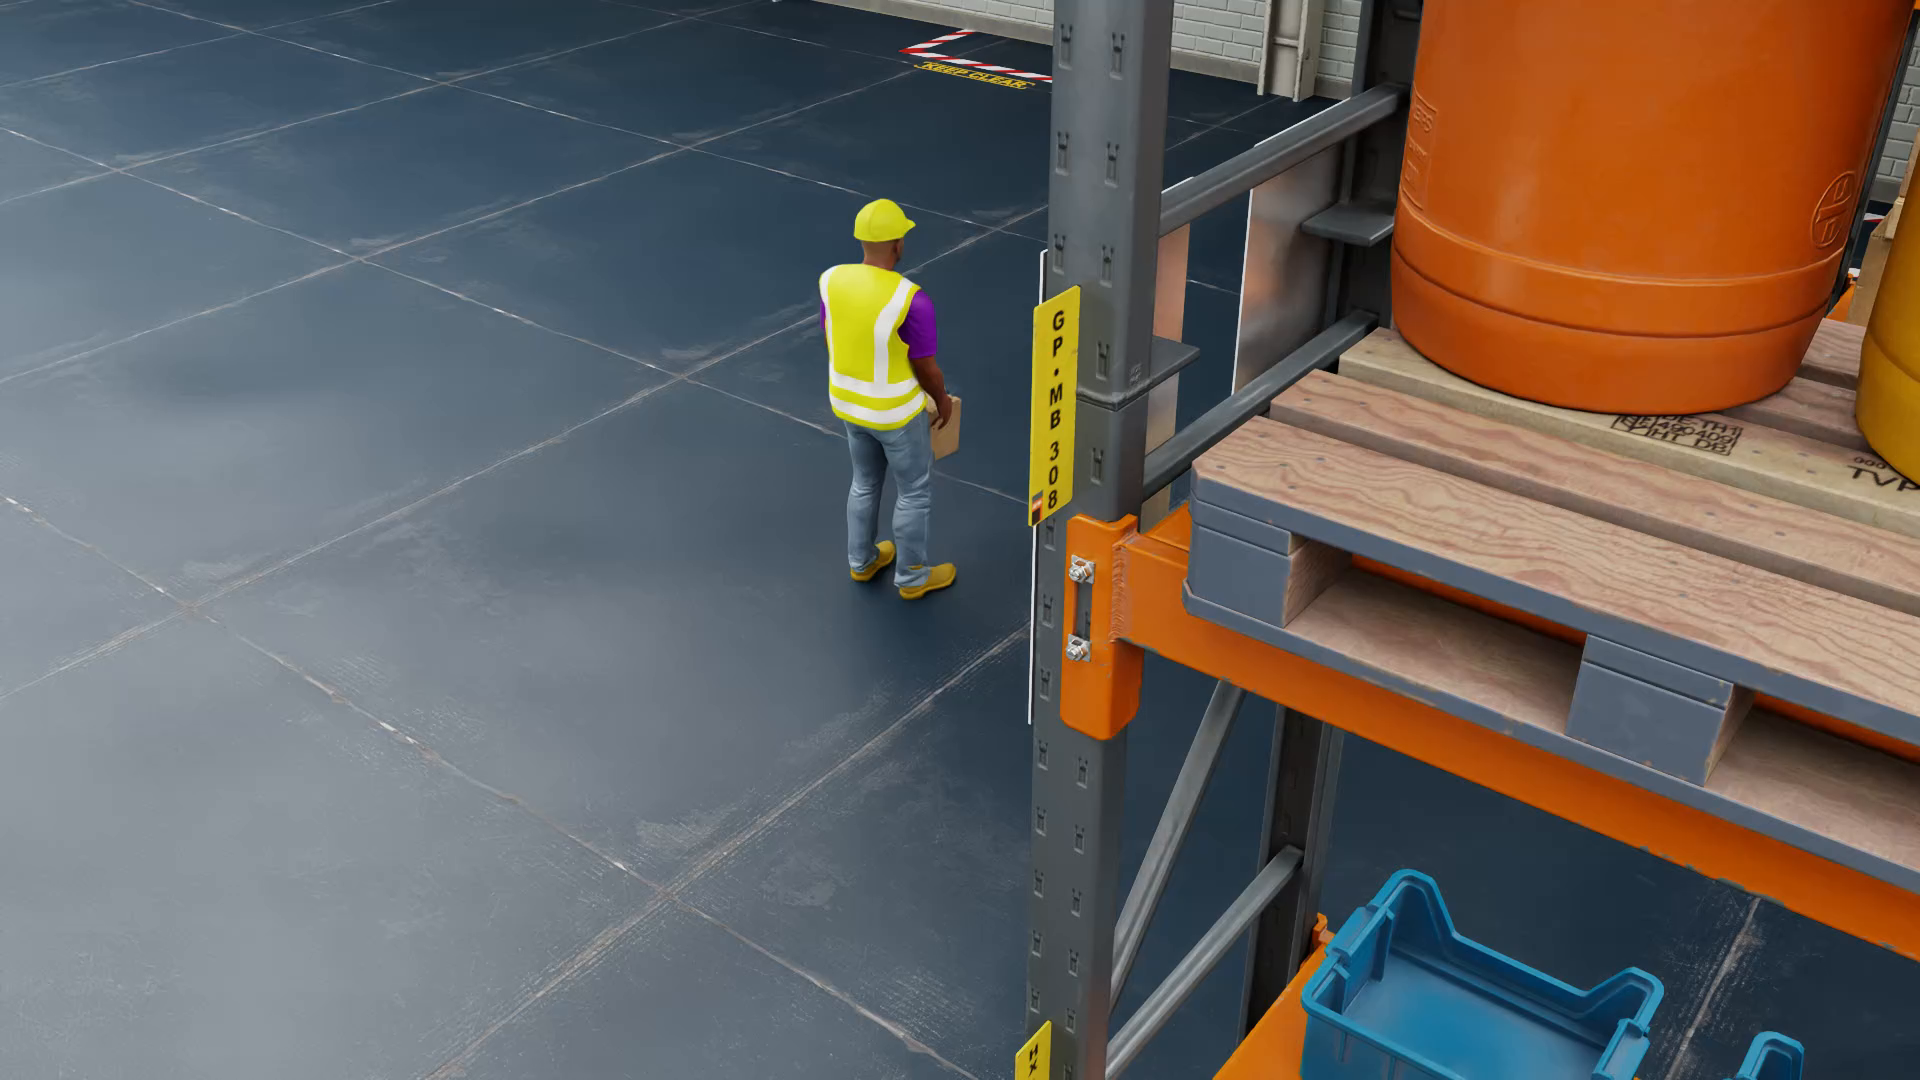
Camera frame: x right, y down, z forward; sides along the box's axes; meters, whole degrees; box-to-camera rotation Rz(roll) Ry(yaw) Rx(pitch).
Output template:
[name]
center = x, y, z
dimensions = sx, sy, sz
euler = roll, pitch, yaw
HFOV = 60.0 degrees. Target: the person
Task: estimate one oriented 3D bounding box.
[person]
center = -0.321, -0.587, 7.097
dimensions = 0.580, 1.767, 0.434
euler = 20, 36, 30
